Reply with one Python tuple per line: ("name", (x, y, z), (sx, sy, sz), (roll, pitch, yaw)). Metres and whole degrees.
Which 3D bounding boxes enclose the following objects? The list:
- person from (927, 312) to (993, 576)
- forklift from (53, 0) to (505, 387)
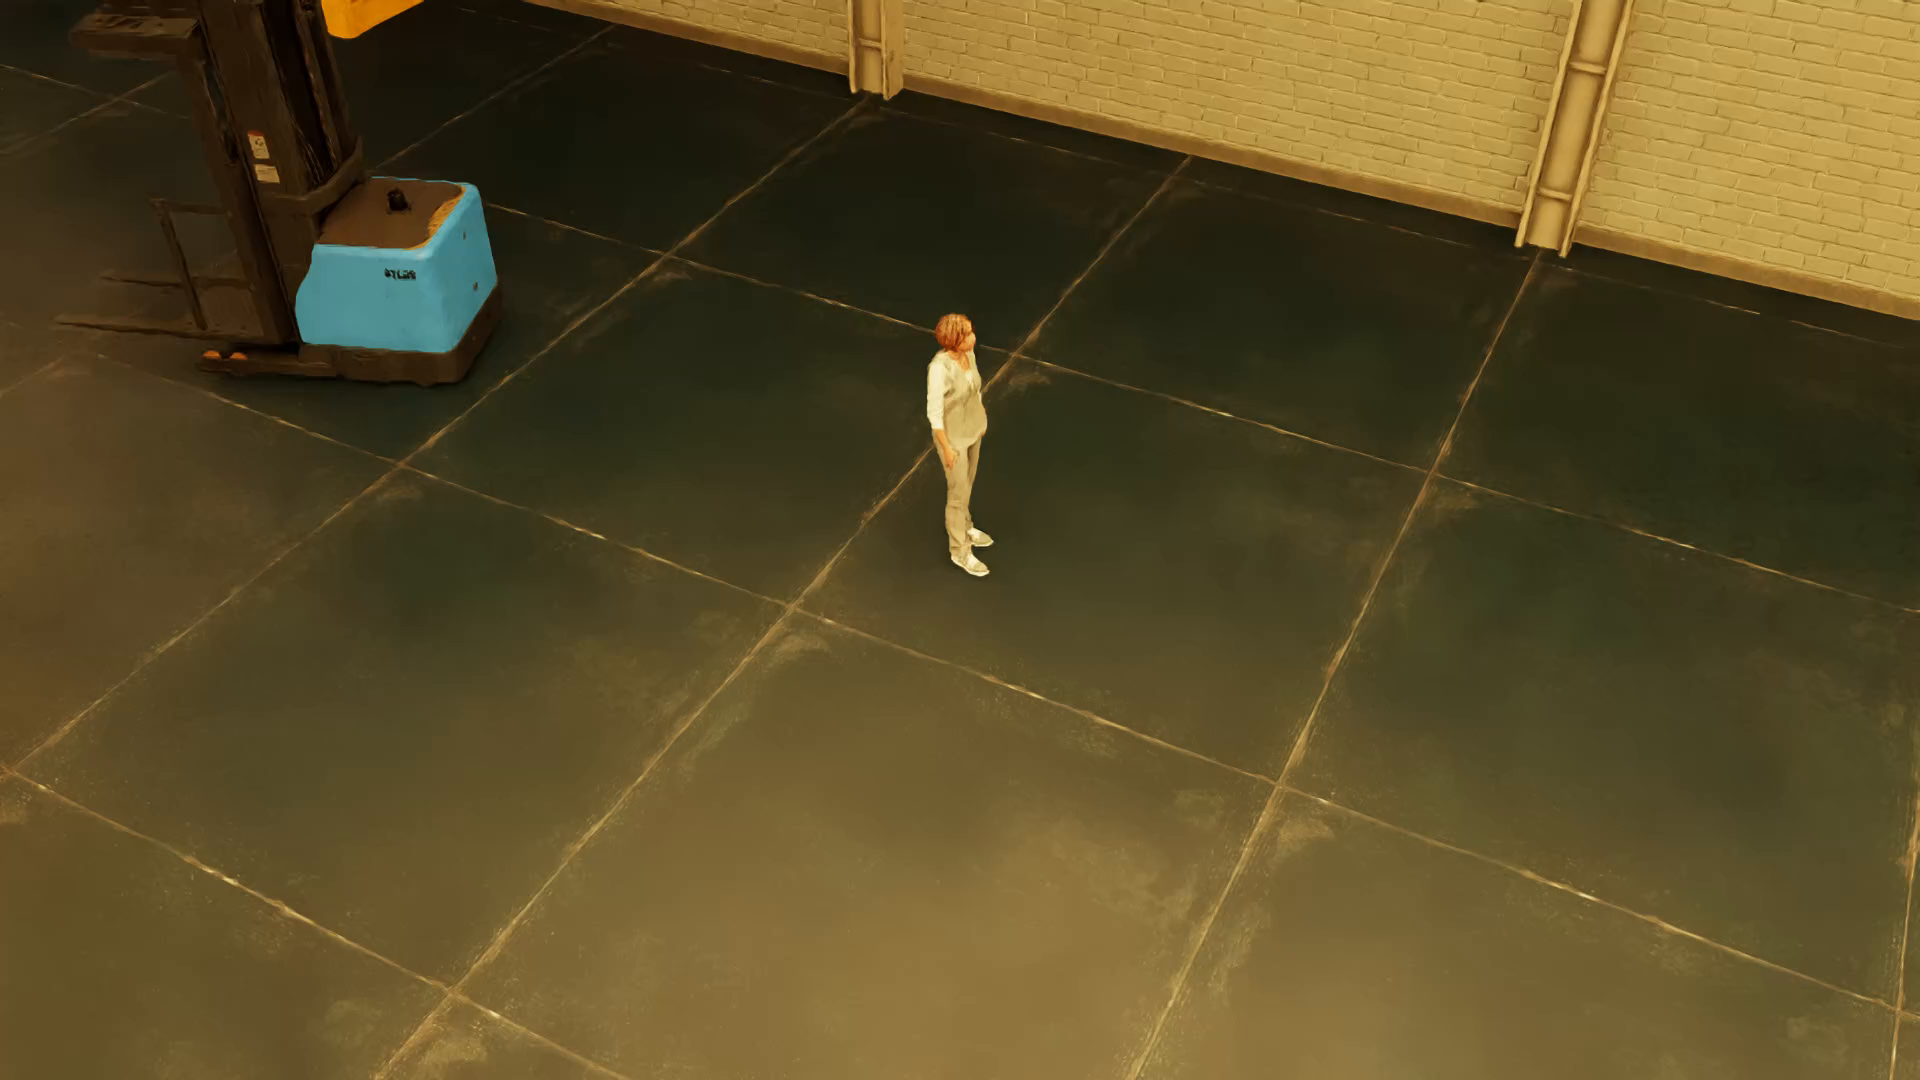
("person", (0.059, -0.586, 9.707), (0.474, 1.597, 0.521), (18, 43, 21))
("forklift", (-4.879, -2.597, 11.070), (3.031, 2.935, 1.130), (5, 40, 6))
